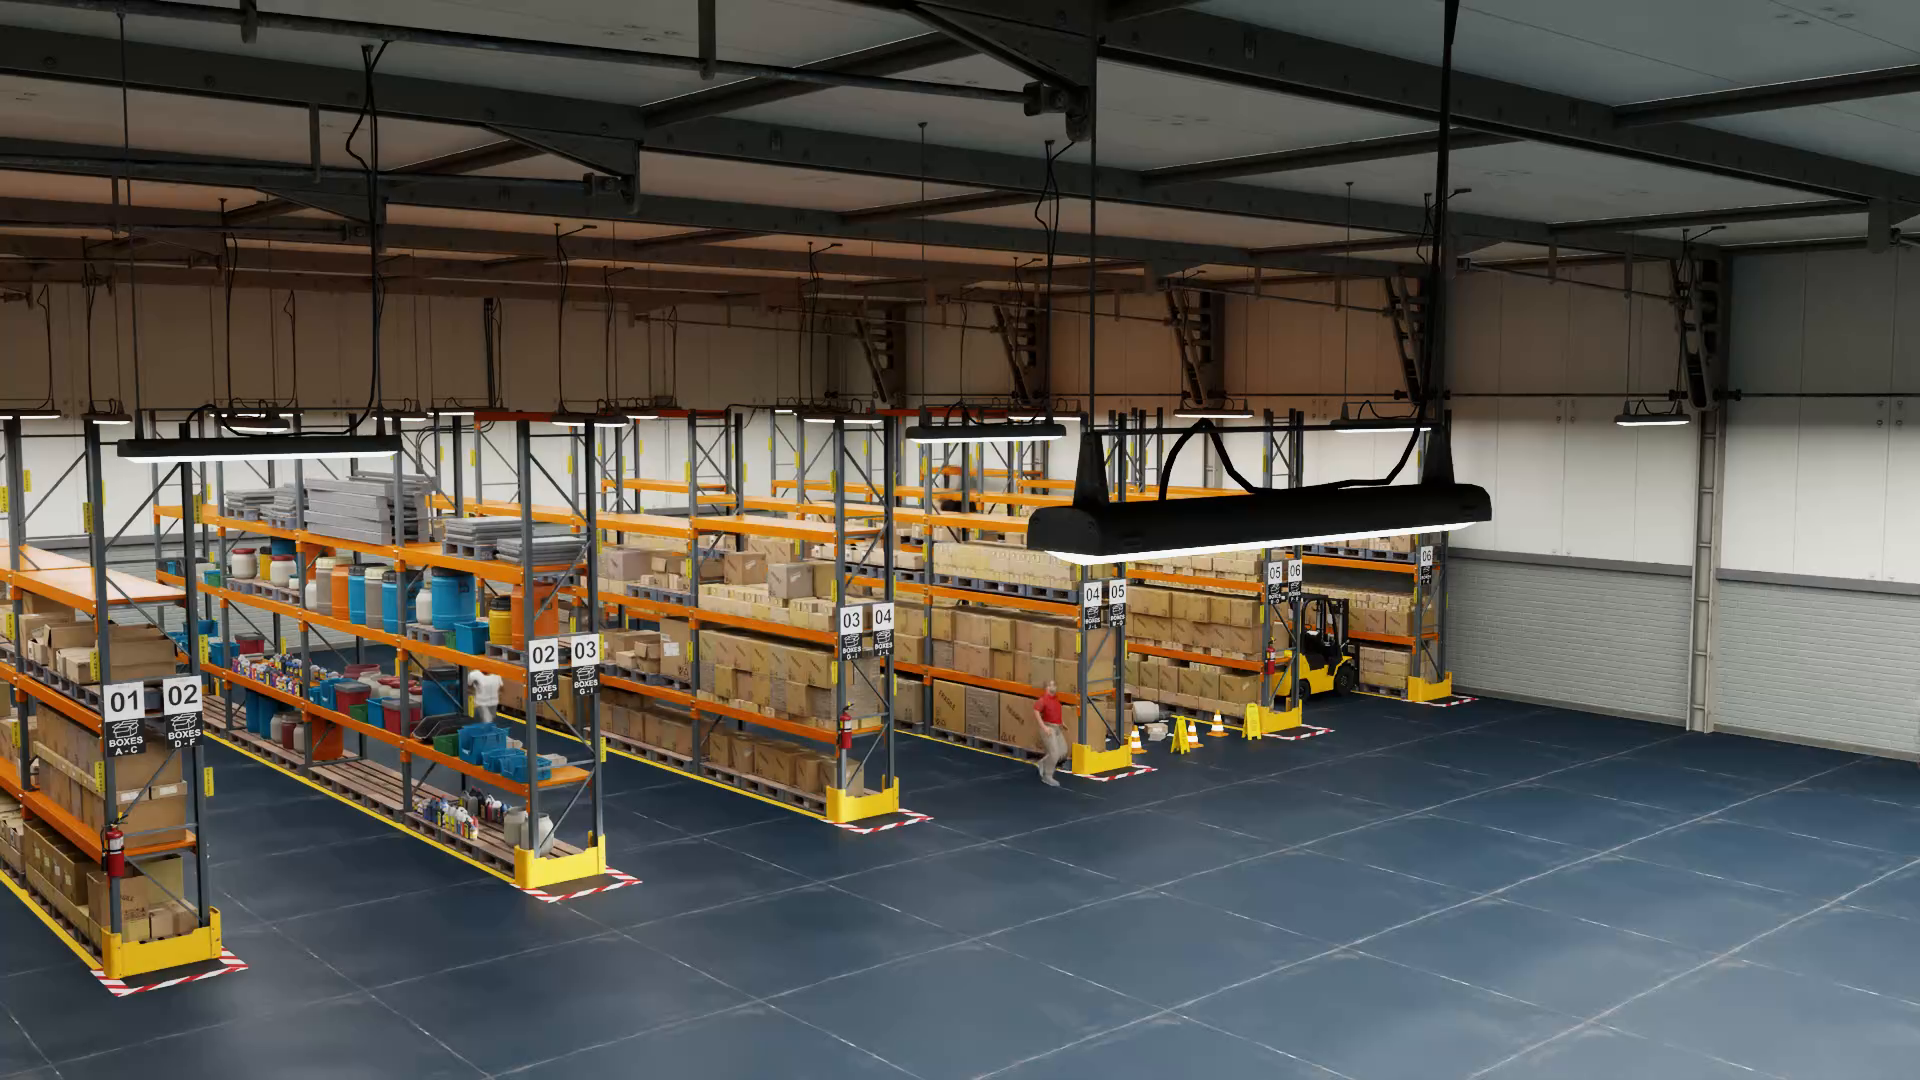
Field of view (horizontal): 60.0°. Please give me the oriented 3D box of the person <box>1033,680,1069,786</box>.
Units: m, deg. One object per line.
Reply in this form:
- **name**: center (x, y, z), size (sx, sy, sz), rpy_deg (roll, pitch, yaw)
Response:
- **person**: center (1.501, 3.131, 27.115), size (0.513, 1.679, 0.717), rpy_deg (4, 6, 35)

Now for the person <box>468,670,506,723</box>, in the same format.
- **person**: center (-8.274, 2.886, 29.061), size (0.979, 1.778, 0.697), rpy_deg (4, 7, 41)
